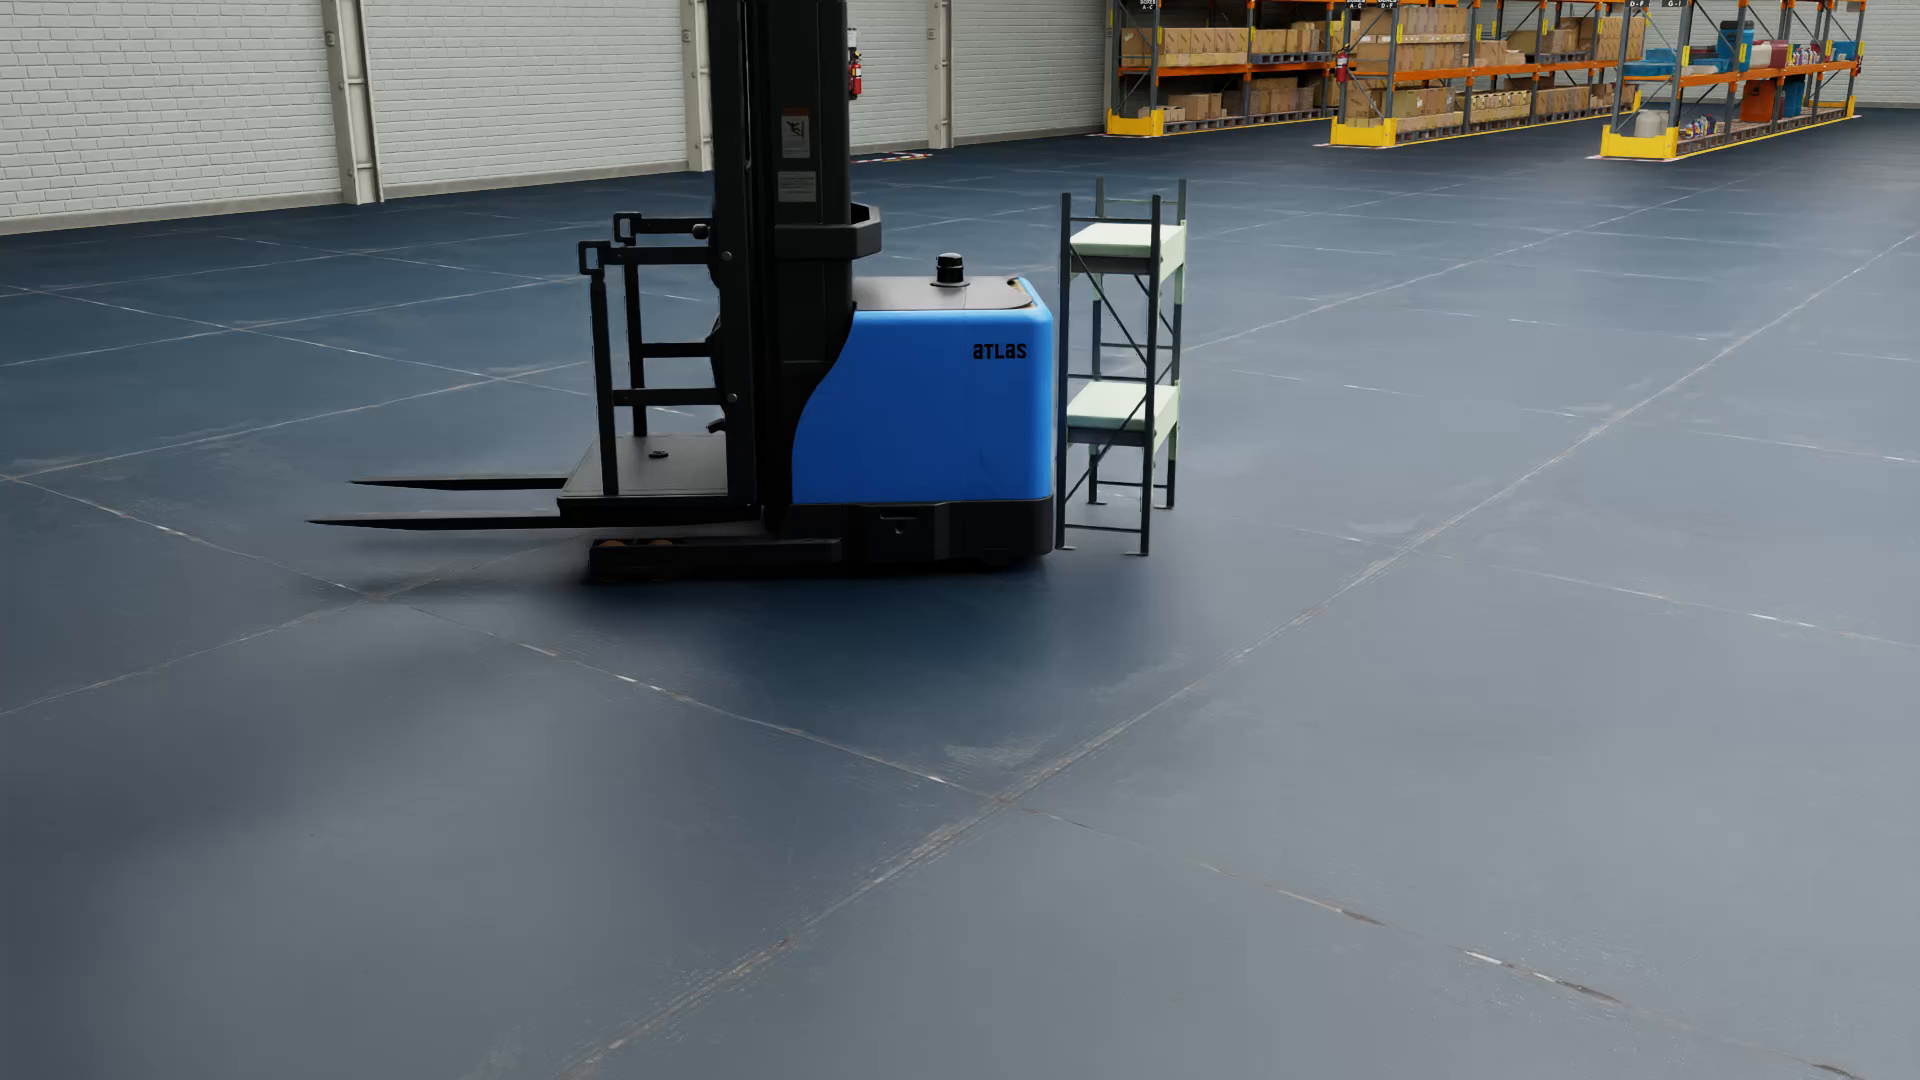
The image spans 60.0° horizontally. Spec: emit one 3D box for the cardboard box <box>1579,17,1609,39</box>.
[{"bbox_3d":[15.136,-12.219,39.678,0.500,0.500,0.500,13,22,36],"label":"cardboard box"}]

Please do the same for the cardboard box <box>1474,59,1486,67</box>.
[{"bbox_3d":[10.555,-9.781,34.105,0.380,0.149,0.250,12,21,35],"label":"cardboard box"}]

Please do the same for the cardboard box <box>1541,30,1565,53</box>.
[{"bbox_3d":[13.229,-11.281,37.635,0.500,0.500,0.700,-15,23,-40],"label":"cardboard box"}]

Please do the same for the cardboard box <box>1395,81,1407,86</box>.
[{"bbox_3d":[11.177,-11.672,43.279,0.700,0.500,0.500,13,21,35],"label":"cardboard box"}]

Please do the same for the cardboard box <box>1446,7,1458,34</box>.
[{"bbox_3d":[9.303,-10.166,32.565,0.700,0.500,0.500,12,21,35],"label":"cardboard box"}]

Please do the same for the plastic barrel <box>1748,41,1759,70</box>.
[{"bbox_3d":[15.022,-9.278,31.834,0.433,0.535,0.433,0,17,0],"label":"plastic barrel"}]

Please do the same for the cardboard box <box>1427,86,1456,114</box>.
[{"bbox_3d":[9.455,-8.705,32.881,0.500,0.500,0.500,12,21,35],"label":"cardboard box"}]

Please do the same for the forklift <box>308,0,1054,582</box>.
[{"bbox_3d":[-1.156,-1.391,6.780,3.031,2.935,1.130,-1,17,-4],"label":"forklift"}]

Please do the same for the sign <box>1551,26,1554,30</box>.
[{"bbox_3d":[14.189,-12.138,39.814,0.100,0.325,0.005,12,21,35],"label":"sign"}]

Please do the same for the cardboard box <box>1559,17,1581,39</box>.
[{"bbox_3d":[14.723,-12.322,40.012,0.500,0.500,0.500,13,21,35],"label":"cardboard box"}]

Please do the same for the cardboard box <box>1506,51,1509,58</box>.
[{"bbox_3d":[11.558,-10.457,36.009,0.500,0.311,0.500,12,21,34],"label":"cardboard box"}]

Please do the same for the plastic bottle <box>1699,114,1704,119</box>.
[{"bbox_3d":[13.571,-7.616,30.434,0.144,0.351,0.185,12,21,35],"label":"plastic bottle"}]

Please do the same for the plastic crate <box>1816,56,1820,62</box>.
[{"bbox_3d":[18.997,-10.743,37.124,0.396,0.136,0.243,12,21,35],"label":"plastic crate"}]

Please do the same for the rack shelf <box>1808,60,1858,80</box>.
[{"bbox_3d":[19.797,-10.888,38.459,1.077,0.370,4.000,12,21,35],"label":"rack shelf"}]

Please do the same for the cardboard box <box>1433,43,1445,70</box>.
[{"bbox_3d":[8.992,-9.421,32.355,0.700,0.500,0.500,13,21,35],"label":"cardboard box"}]

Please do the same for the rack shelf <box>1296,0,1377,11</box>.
[{"bbox_3d":[9.457,-13.118,40.584,1.077,0.370,4.000,12,21,35],"label":"rack shelf"}]

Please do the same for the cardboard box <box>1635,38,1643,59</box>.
[{"bbox_3d":[16.965,-12.477,42.195,0.500,0.500,0.500,13,22,36],"label":"cardboard box"}]

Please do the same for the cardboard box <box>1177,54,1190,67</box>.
[{"bbox_3d":[4.343,-9.772,33.871,0.500,0.250,0.500,12,21,33],"label":"cardboard box"}]

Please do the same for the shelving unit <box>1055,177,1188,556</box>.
[{"bbox_3d":[0.702,-0.771,7.198,0.431,1.500,0.755,5,18,15],"label":"shelving unit"}]

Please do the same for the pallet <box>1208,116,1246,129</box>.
[{"bbox_3d":[5.511,-9.102,36.198,1.003,0.211,1.213,12,21,35],"label":"pallet"}]

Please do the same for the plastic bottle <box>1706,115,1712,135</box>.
[{"bbox_3d":[13.572,-7.544,30.205,0.144,0.351,0.185,11,20,32],"label":"plastic bottle"}]

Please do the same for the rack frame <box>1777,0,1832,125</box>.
[{"bbox_3d":[18.605,-10.755,36.818,1.000,3.000,0.127,12,21,35],"label":"rack frame"}]

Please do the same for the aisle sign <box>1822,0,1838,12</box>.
[{"bbox_3d":[20.793,-13.019,39.725,0.394,0.787,0.004,12,21,35],"label":"aisle sign"}]

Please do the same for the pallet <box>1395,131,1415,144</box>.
[{"bbox_3d":[7.902,-7.631,31.460,1.003,0.211,1.213,12,21,35],"label":"pallet"}]

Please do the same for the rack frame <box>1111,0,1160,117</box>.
[{"bbox_3d":[3.499,-9.647,33.252,1.000,3.000,0.127,12,21,35],"label":"rack frame"}]

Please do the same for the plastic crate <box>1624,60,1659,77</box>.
[{"bbox_3d":[11.513,-7.998,28.191,0.499,0.251,0.616,12,21,35],"label":"plastic crate"}]

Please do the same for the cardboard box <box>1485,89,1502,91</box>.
[{"bbox_3d":[11.698,-9.761,36.600,0.500,0.311,0.500,13,22,37],"label":"cardboard box"}]

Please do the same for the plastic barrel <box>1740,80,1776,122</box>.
[{"bbox_3d":[16.500,-9.086,34.395,0.600,0.830,0.708,12,21,35],"label":"plastic barrel"}]

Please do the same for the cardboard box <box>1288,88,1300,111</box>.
[{"bbox_3d":[7.478,-10.286,38.783,0.700,0.500,0.500,12,21,35],"label":"cardboard box"}]

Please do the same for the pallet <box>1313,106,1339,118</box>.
[{"bbox_3d":[8.796,-10.396,40.363,1.003,0.211,1.213,12,21,35],"label":"pallet"}]

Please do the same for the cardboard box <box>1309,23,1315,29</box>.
[{"bbox_3d":[8.084,-12.033,38.930,0.380,0.149,0.250,9,20,28],"label":"cardboard box"}]

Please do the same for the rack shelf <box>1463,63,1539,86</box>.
[{"bbox_3d":[11.055,-9.858,35.145,1.077,0.370,4.000,12,21,35],"label":"rack shelf"}]

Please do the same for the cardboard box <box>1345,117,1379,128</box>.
[{"bbox_3d":[7.562,-7.840,31.361,0.500,0.250,0.500,12,21,35],"label":"cardboard box"}]

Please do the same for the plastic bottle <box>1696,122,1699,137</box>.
[{"bbox_3d":[13.050,-7.286,29.507,0.097,0.271,0.097,0,17,0],"label":"plastic bottle"}]

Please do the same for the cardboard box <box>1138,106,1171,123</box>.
[{"bbox_3d":[3.983,-8.722,34.065,0.500,0.311,0.500,10,20,29],"label":"cardboard box"}]

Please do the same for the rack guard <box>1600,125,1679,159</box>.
[{"bbox_3d":[11.463,-6.729,28.070,1.175,0.500,0.348,12,21,35],"label":"rack guard"}]

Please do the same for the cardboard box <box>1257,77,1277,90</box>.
[{"bbox_3d":[6.874,-10.383,37.829,0.500,0.250,0.500,12,21,33],"label":"cardboard box"}]

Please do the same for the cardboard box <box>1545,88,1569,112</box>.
[{"bbox_3d":[13.664,-10.122,38.254,0.500,0.500,0.500,12,21,33],"label":"cardboard box"}]

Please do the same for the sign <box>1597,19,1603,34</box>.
[{"bbox_3d":[15.077,-12.087,39.155,0.100,0.325,0.005,12,21,35],"label":"sign"}]

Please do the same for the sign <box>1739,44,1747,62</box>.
[{"bbox_3d":[14.274,-8.882,30.320,0.100,0.325,0.005,12,21,35],"label":"sign"}]

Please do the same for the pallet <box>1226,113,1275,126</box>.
[{"bbox_3d":[6.345,-9.454,37.332,1.003,0.211,1.213,12,21,35],"label":"pallet"}]

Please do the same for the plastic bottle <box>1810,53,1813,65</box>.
[{"bbox_3d":[18.412,-10.458,36.070,0.152,0.276,0.135,12,21,35],"label":"plastic bottle"}]

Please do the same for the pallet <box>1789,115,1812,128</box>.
[{"bbox_3d":[18.112,-9.247,36.664,1.003,0.211,1.213,12,21,35],"label":"pallet"}]

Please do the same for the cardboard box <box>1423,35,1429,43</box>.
[{"bbox_3d":[8.652,-9.493,31.492,0.380,0.149,0.250,12,21,34],"label":"cardboard box"}]

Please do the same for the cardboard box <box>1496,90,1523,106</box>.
[{"bbox_3d":[11.827,-9.540,35.890,0.500,0.311,0.500,12,21,34],"label":"cardboard box"}]

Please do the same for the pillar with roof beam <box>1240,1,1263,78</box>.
[{"bbox_3d":[10.254,-13.500,35.544,9.100,9.000,0.400,12,21,35],"label":"pillar with roof beam"}]

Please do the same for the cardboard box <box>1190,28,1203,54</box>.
[{"bbox_3d":[4.640,-10.242,34.121,0.500,0.500,0.500,12,21,33],"label":"cardboard box"}]

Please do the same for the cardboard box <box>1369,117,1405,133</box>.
[{"bbox_3d":[7.978,-7.749,31.066,0.500,0.250,0.500,12,21,35],"label":"cardboard box"}]

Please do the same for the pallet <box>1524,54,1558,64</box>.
[{"bbox_3d":[12.594,-10.760,37.160,1.213,0.211,1.003,12,21,35],"label":"pallet"}]

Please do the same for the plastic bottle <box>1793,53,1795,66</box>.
[{"bbox_3d":[17.323,-10.006,34.625,0.097,0.271,0.097,0,17,0],"label":"plastic bottle"}]

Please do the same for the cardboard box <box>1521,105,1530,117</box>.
[{"bbox_3d":[12.129,-9.397,36.375,0.500,0.250,0.500,13,21,36],"label":"cardboard box"}]

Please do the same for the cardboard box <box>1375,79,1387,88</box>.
[{"bbox_3d":[10.366,-11.502,42.140,0.750,0.750,0.750,13,21,35],"label":"cardboard box"}]

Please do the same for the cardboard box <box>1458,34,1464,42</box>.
[{"bbox_3d":[9.724,-9.922,32.874,0.380,0.149,0.250,12,21,34],"label":"cardboard box"}]
